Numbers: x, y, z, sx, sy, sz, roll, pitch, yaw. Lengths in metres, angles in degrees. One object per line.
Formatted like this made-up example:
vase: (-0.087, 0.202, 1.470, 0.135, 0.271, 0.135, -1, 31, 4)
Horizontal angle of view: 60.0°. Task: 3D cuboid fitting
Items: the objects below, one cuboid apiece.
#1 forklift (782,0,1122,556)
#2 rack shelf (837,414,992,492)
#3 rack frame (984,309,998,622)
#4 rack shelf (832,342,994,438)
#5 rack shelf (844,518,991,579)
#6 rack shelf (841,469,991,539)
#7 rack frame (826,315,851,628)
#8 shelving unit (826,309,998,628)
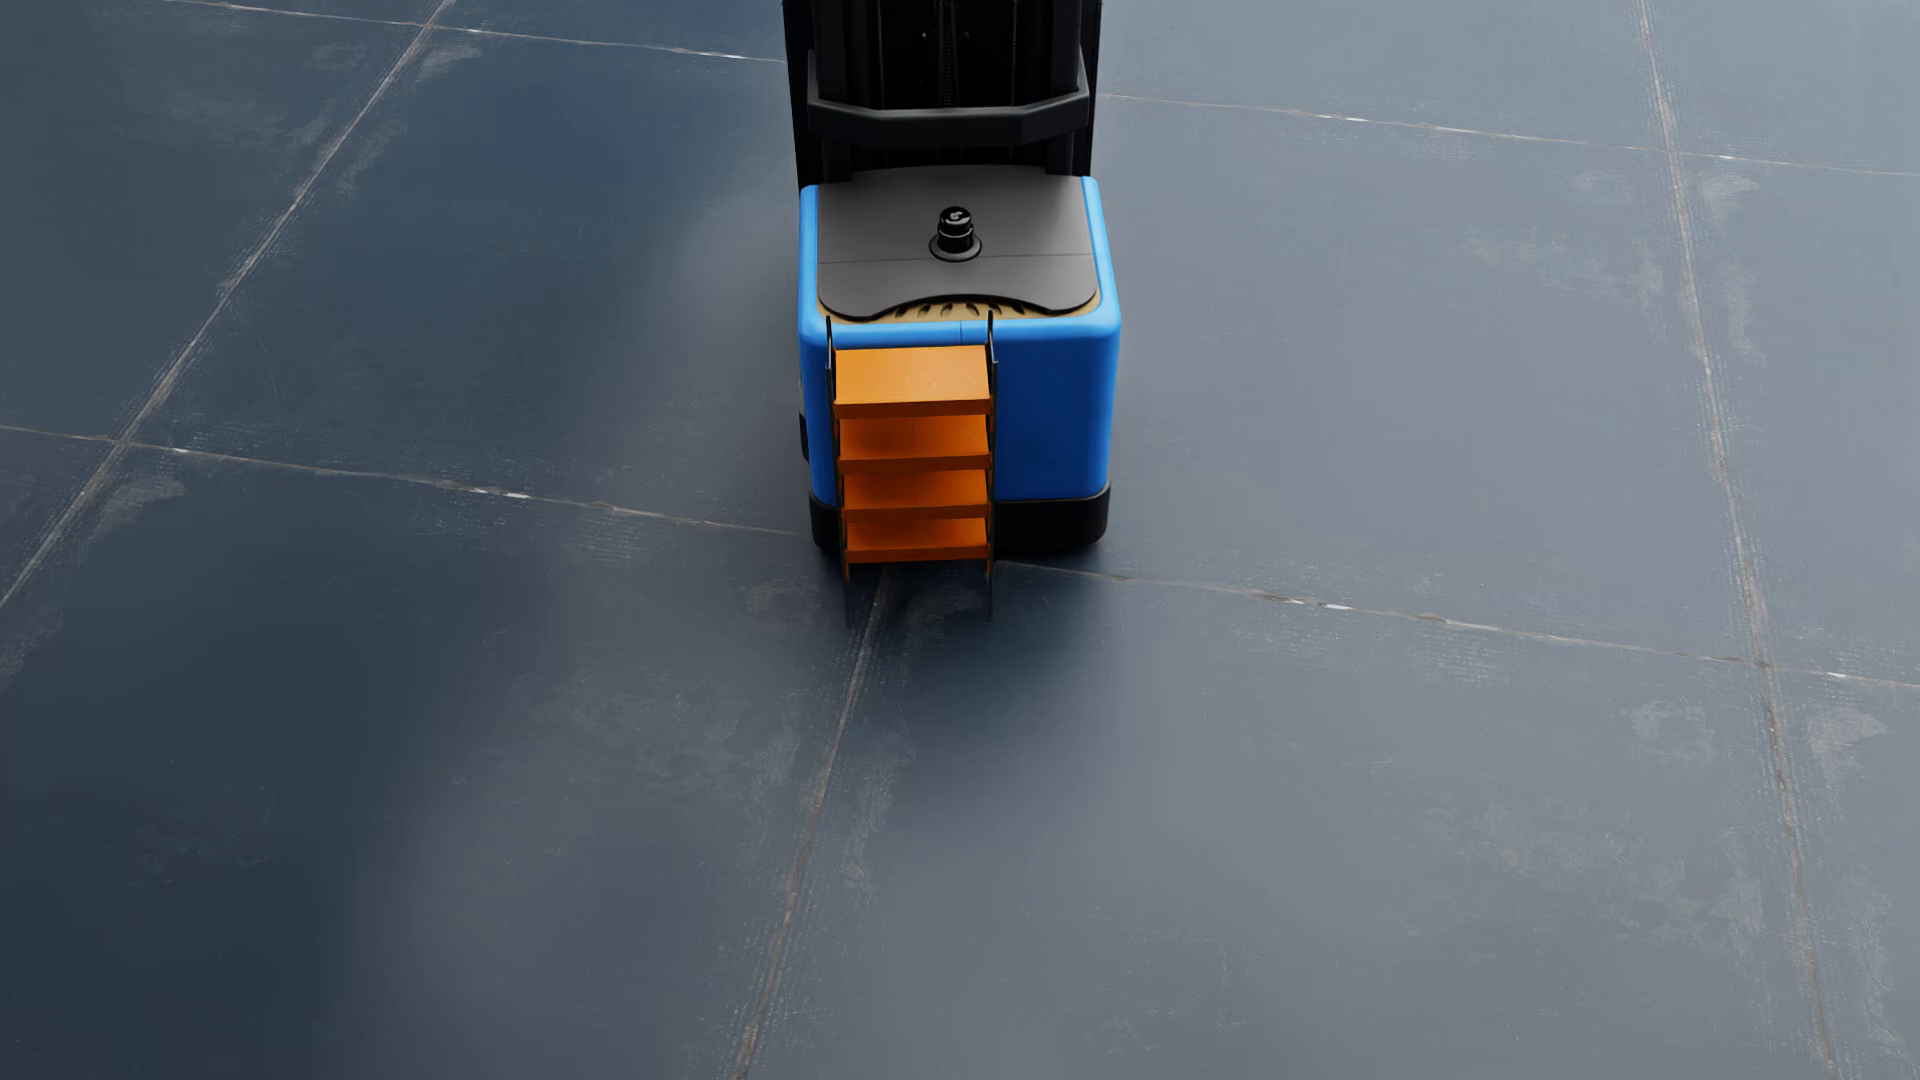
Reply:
forklift: (-0.074, -2.017, 5.841, 1.130, 2.935, 3.031, -2, 48, -2)
rack shelf: (-0.146, -0.301, 5.252, 0.480, 0.148, 0.258, -2, 48, -2)
rack frame: (0.098, -0.207, 5.378, 0.015, 1.200, 0.240, -2, 48, -2)
rack shelf: (-0.146, -0.459, 5.076, 0.480, 0.148, 0.258, -2, 48, -2)
rack shelf: (-0.146, -0.020, 5.567, 0.480, 0.148, 0.258, -2, 48, -2)
rack shelf: (-0.146, -0.152, 5.419, 0.480, 0.148, 0.258, -2, 48, -2)
rack frame: (-0.390, -0.188, 5.360, 0.015, 1.200, 0.240, -2, 48, -2)
shelving unit: (-0.146, -0.197, 5.369, 0.503, 1.200, 0.258, -2, 48, -2)
